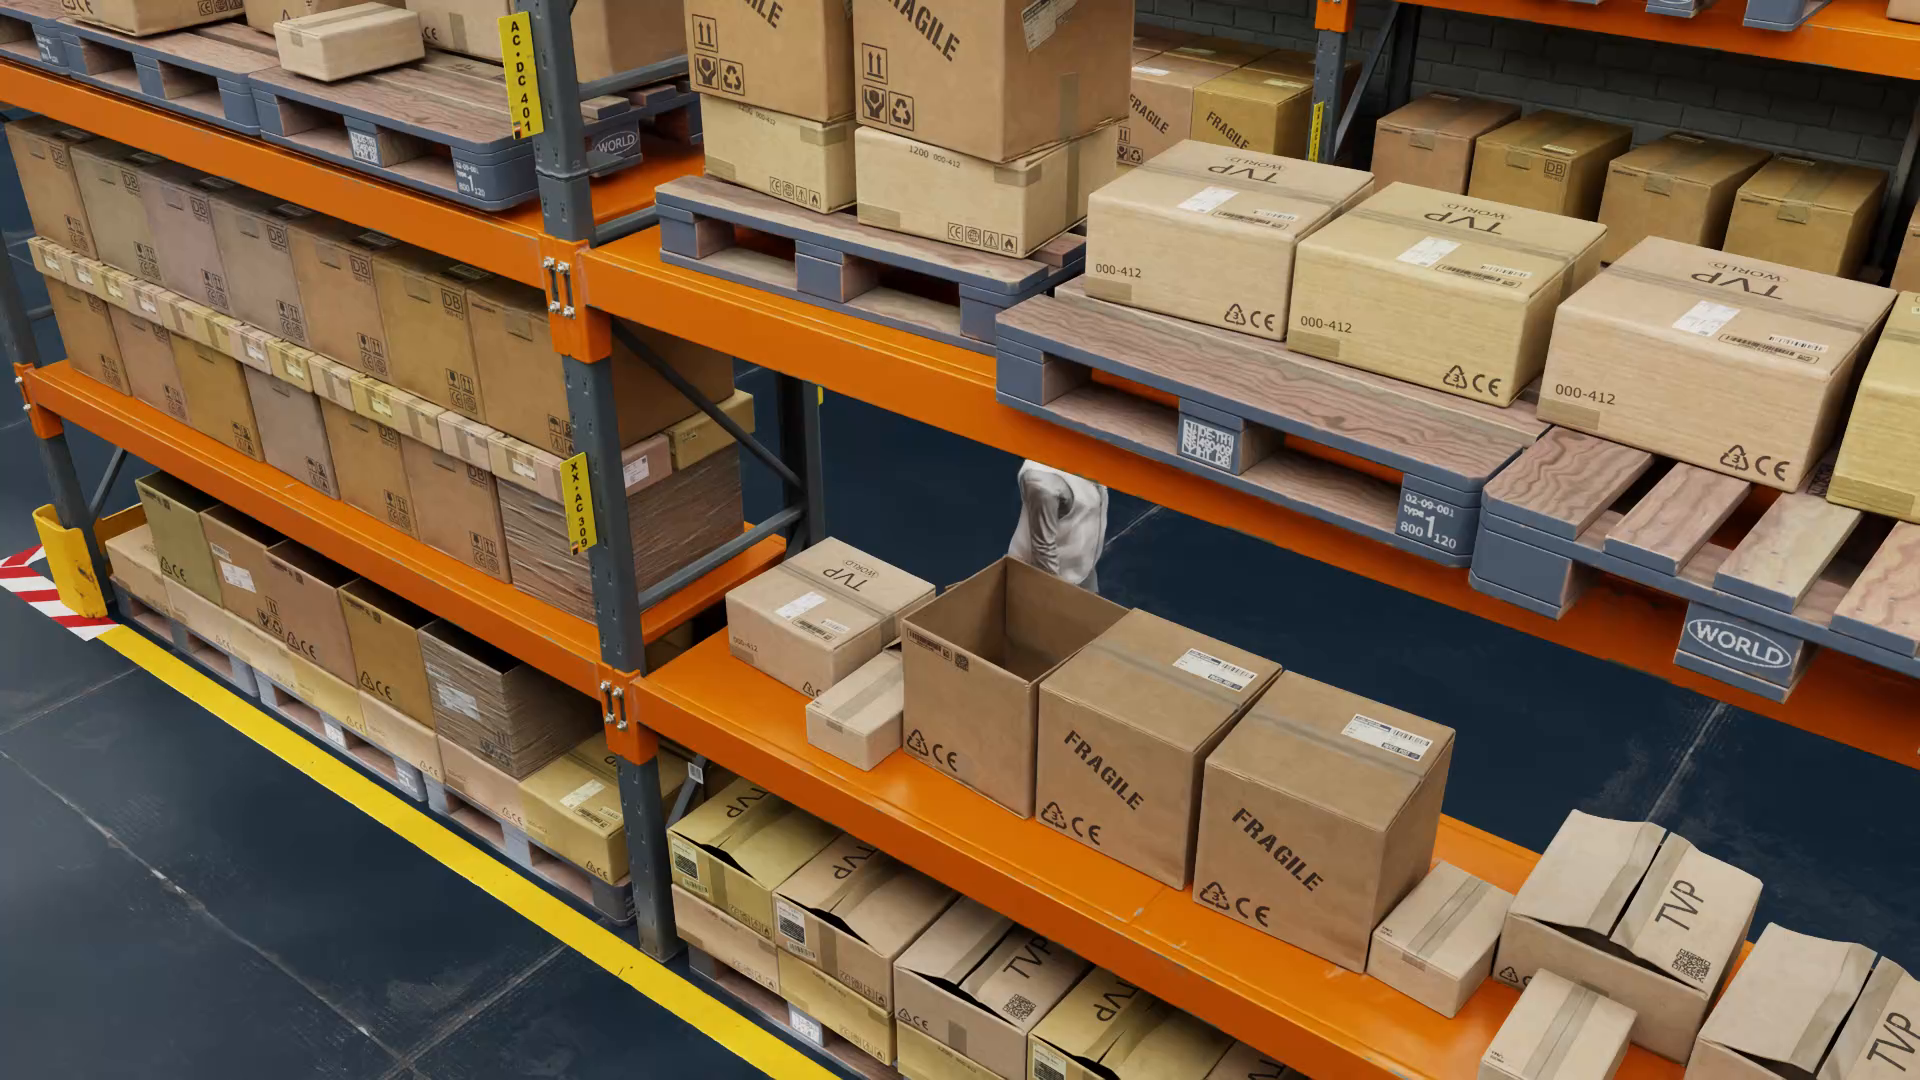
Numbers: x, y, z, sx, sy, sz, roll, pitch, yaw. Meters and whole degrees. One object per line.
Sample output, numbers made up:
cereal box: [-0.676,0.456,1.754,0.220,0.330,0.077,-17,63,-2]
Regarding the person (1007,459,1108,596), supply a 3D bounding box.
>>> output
person: [0.357,0.119,6.941,0.572,1.824,0.551,14,34,22]
